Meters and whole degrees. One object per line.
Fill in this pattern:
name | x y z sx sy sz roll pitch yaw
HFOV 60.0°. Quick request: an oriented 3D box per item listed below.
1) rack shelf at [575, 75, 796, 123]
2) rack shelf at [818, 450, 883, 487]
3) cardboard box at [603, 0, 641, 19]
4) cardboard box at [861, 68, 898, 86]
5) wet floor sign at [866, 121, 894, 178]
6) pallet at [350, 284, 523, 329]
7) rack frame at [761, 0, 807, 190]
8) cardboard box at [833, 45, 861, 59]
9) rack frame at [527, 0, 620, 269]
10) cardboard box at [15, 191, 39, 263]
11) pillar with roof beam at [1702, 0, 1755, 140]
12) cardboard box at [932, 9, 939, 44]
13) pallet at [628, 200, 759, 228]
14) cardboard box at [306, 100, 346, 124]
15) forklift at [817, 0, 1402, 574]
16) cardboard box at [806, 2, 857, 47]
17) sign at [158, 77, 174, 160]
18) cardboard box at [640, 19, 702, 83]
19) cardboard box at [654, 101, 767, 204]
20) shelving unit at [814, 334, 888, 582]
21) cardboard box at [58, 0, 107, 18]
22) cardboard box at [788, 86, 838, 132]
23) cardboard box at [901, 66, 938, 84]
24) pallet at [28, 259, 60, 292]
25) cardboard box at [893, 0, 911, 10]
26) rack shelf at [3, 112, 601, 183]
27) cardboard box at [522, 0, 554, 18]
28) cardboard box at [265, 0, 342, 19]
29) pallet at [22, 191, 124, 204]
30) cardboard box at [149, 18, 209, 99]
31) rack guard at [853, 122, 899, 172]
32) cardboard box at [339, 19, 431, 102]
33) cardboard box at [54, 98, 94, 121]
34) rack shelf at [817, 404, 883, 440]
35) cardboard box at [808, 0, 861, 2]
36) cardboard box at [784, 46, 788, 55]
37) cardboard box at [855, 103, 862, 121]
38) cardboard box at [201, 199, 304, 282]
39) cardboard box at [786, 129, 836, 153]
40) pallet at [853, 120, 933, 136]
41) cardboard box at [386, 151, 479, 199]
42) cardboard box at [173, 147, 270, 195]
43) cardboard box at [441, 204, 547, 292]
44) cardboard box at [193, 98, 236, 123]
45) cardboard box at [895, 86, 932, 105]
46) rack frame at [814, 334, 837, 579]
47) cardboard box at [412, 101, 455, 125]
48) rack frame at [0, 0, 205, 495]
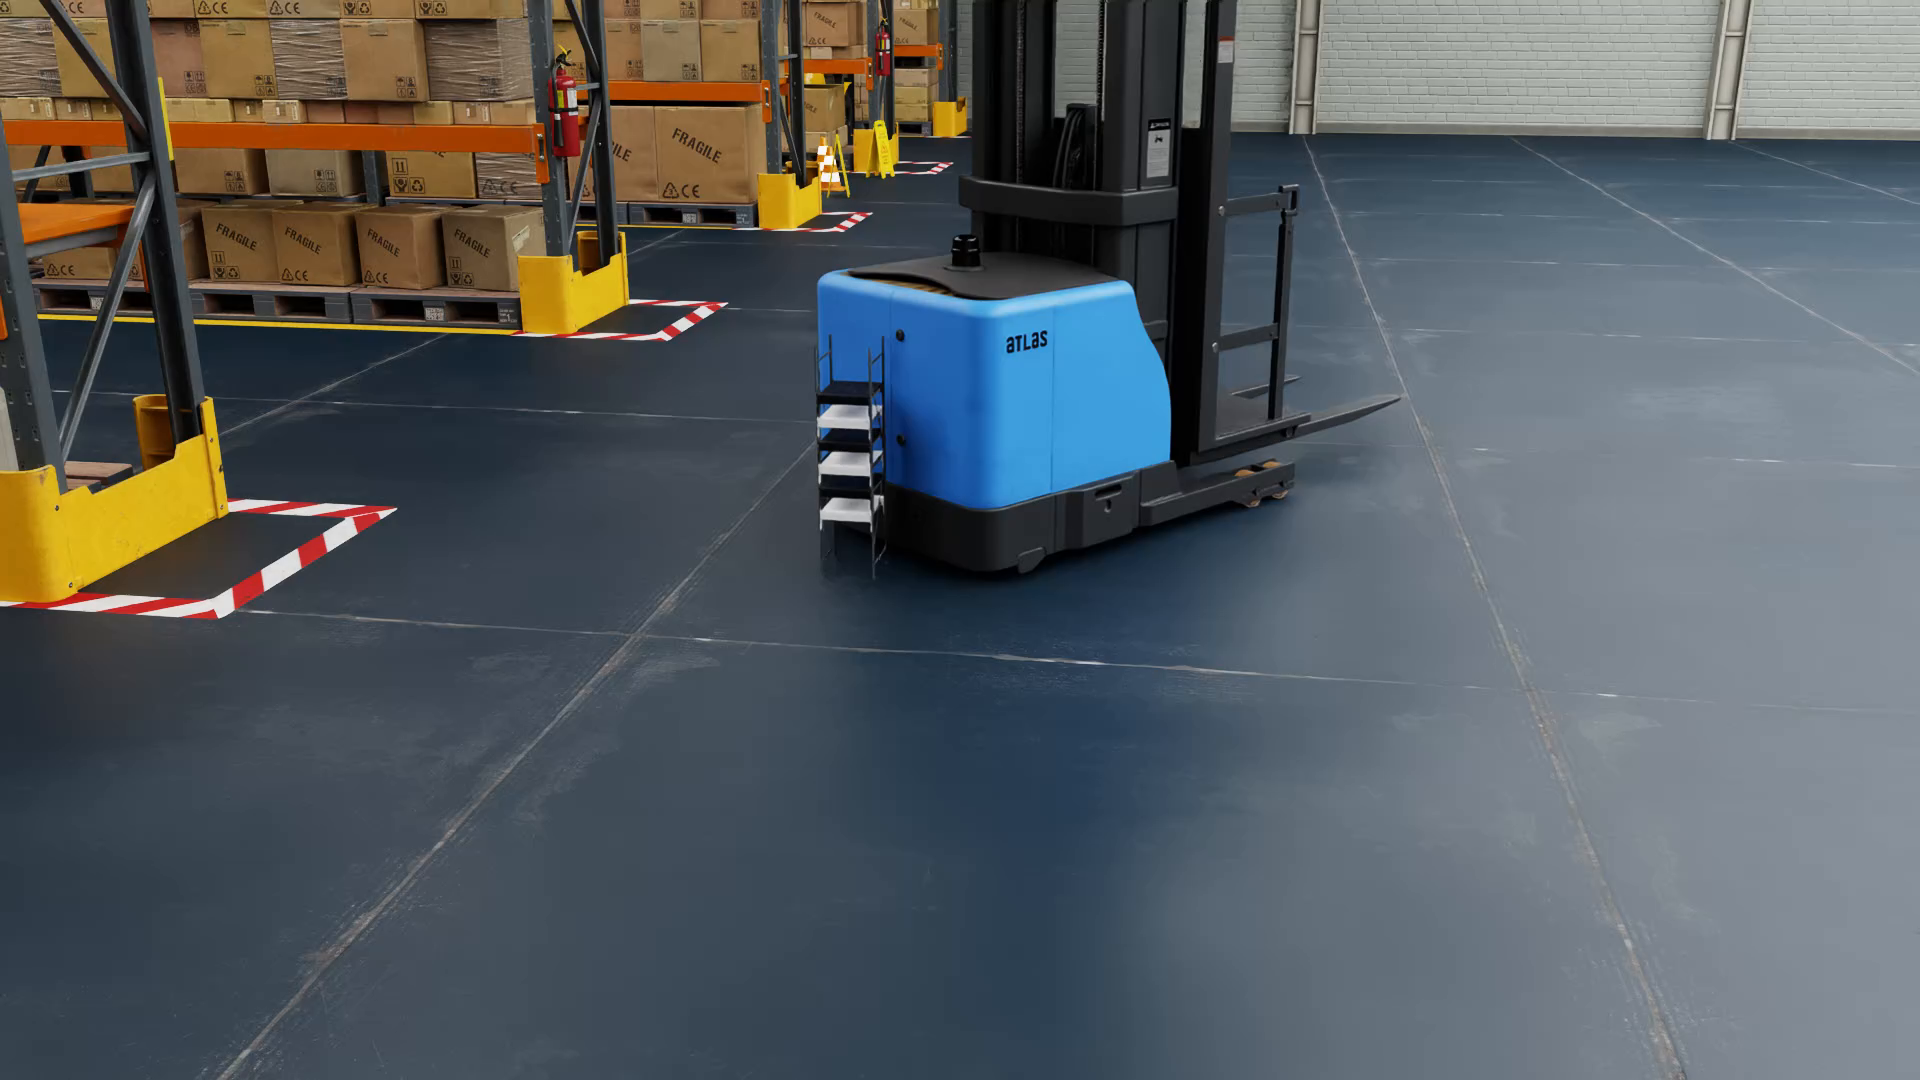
rack shelf | -3.618 -4.250 15.910 4.000 0.370 1.077 3 19 9
rack shelf | -0.410 -0.280 6.326 0.200 0.077 0.258 3 19 10
cardboard box | -3.092 -5.174 15.600 0.550 0.550 0.875 3 19 9
cardboard box | -1.183 -6.920 24.853 0.500 0.250 0.500 3 19 10
wet floor sign | -0.940 -4.585 19.488 0.232 0.644 0.267 10 21 27
pallet | -3.401 -1.675 11.475 1.213 0.211 1.003 3 19 9
rack frame | -1.643 -4.490 15.495 0.127 3.000 1.000 3 19 9
cardboard box | -1.361 -5.879 20.041 0.250 0.149 0.380 4 19 10
rack frame | -2.530 -2.941 10.866 0.127 3.000 1.000 3 19 9
cardboard box | -7.082 -2.203 11.907 0.500 0.500 0.700 1 19 4
pillar with roof beam | 10.447 -8.811 18.954 0.400 9.000 9.100 3 19 9
cardboard box | -0.619 -7.760 25.112 0.500 0.500 0.500 4 19 10
pallet | -2.445 -3.183 15.985 1.213 0.211 1.003 3 19 9
cardboard box | -4.081 -2.829 10.928 0.250 0.149 0.380 3 19 9
forklift | 0.843 -1.637 7.076 3.031 2.935 1.130 -16 24 -40
cardboard box | -1.537 -6.175 19.906 0.500 0.500 0.500 3 19 8
sign | -3.224 -1.693 6.699 0.005 0.325 0.100 3 19 9
cardboard box | -2.563 -4.586 15.547 0.550 0.550 0.875 3 19 9
cardboard box | -2.323 -3.695 15.806 0.875 0.875 0.875 3 19 9
shelving unit | -0.410 -0.311 6.315 0.210 0.900 0.258 3 19 10
cardboard box | -5.581 -3.678 10.867 0.500 0.500 0.500 3 19 9
cardboard box | -1.790 -5.255 20.272 0.500 0.500 0.500 3 19 9
cardboard box | -0.619 -7.054 25.254 0.500 0.250 0.500 3 19 8
pallet | -7.248 -1.859 12.026 1.213 0.211 1.003 3 19 9
cardboard box | -0.818 -7.889 24.475 0.250 0.149 0.380 3 19 10
rack shelf | -4.504 -2.701 11.281 4.000 0.370 1.077 3 19 9
cardboard box | -3.029 -3.717 10.982 0.500 0.500 0.500 3 19 9
cardboard box | -4.100 -3.603 10.643 0.500 0.500 0.500 3 19 9
pallet | -8.775 -3.507 16.952 1.213 0.211 1.003 3 19 9
cardboard box | -5.047 -3.259 11.190 0.500 0.500 0.875 3 19 9
rack guard | -1.033 -4.864 20.553 0.348 0.500 1.175 3 19 9
cardboard box | -3.581 -3.154 10.874 0.500 0.500 0.875 3 19 9
cardboard box | -5.818 -2.898 11.132 0.250 0.149 0.380 3 19 9
rack shelf | -0.410 -0.450 6.268 0.200 0.077 0.258 3 19 10
cardboard box | -1.497 -6.666 19.796 0.500 0.500 0.700 2 19 7
cardboard box | -2.137 -5.880 20.044 0.250 0.149 0.380 3 19 10
cardboard box | -1.670 -6.477 25.105 0.500 0.250 0.500 3 19 9
cardboard box | -4.898 -2.090 11.601 0.500 0.500 0.500 1 19 4
cardboard box | -1.822 -4.899 20.388 0.500 0.250 0.500 3 19 8
pallet | -0.936 -6.304 25.311 1.213 0.211 1.003 3 19 9
cardboard box | -4.983 -3.829 16.207 0.875 0.875 0.875 3 19 9
cardboard box | -7.171 -3.876 16.545 0.750 0.750 1.050 3 19 9
cardboard box | -3.144 -1.992 11.306 0.500 0.500 0.500 7 20 19
cardboard box | -4.831 -2.847 10.981 0.250 0.149 0.380 3 19 9
cardboard box | -0.704 -6.660 24.864 0.500 0.250 0.500 3 19 8
rack frame | -0.510 -0.317 6.332 0.006 0.900 0.240 3 19 10
cardboard box | -3.346 -2.781 10.783 0.250 0.149 0.380 3 19 9
rack frame | -3.315 -1.389 6.229 0.127 3.000 1.000 3 19 9
